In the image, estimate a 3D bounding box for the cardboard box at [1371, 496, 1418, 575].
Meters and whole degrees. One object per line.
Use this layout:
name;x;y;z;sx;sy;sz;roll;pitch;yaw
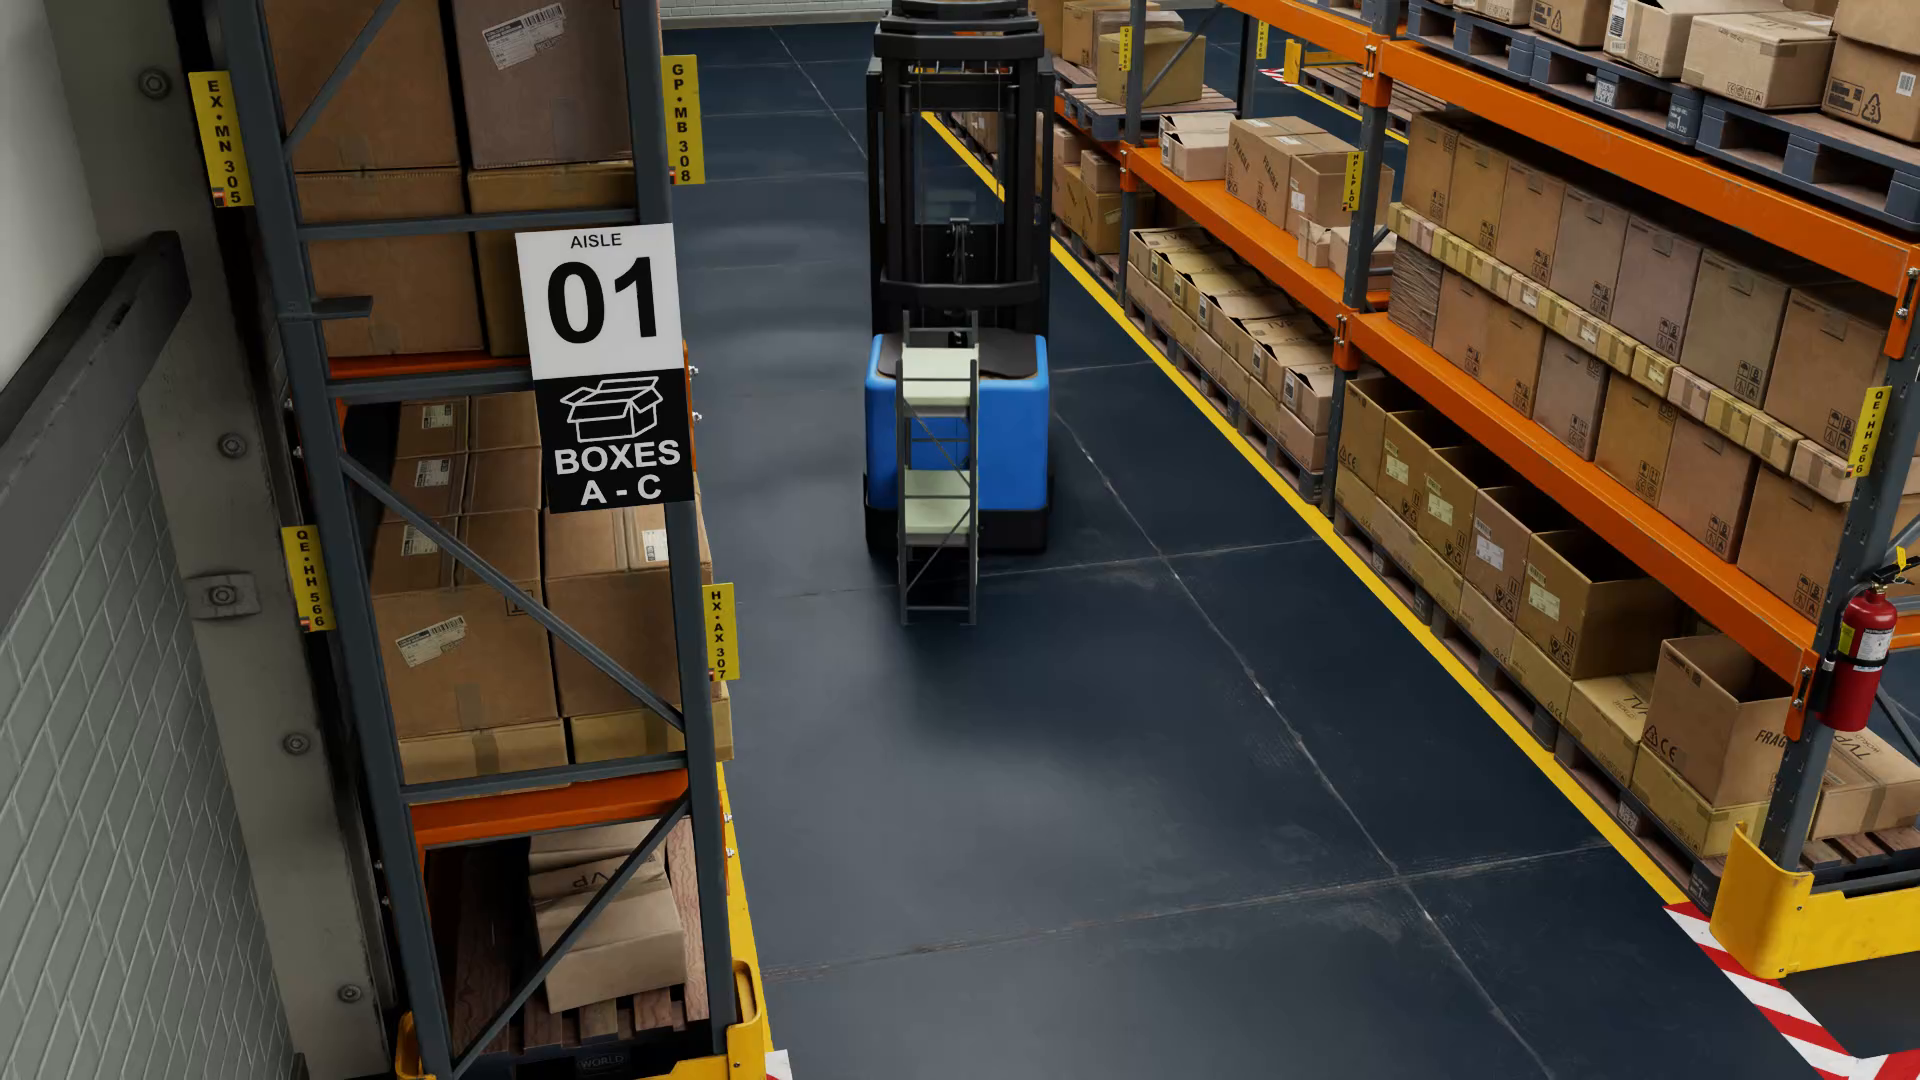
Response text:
cardboard box;2.602;-0.049;9.104;0.500;0.250;0.500;-6;27;-12

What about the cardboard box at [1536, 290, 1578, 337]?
cardboard box;2.909;-1.060;7.691;0.380;0.149;0.250;-6;27;-12

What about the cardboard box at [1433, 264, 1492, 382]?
cardboard box;2.916;-1.163;8.615;0.700;0.500;0.500;-6;27;-12

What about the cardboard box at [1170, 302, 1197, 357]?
cardboard box;1.853;-1.552;12.081;0.500;0.250;0.500;-7;28;-13

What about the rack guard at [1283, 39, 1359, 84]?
rack guard;4.789;-6.206;21.491;1.175;0.500;0.348;-6;27;-12

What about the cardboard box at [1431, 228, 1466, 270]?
cardboard box;2.673;-1.517;8.595;0.380;0.149;0.250;-7;28;-13

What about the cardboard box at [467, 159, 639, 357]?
cardboard box;-1.071;-0.848;4.639;0.500;0.500;0.500;-5;27;-10

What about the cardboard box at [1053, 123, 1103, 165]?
cardboard box;1.093;-3.575;14.957;0.500;0.250;0.500;-6;27;-13

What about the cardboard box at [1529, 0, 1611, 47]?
cardboard box;2.933;-2.443;7.196;0.797;0.503;0.637;-3;27;-6

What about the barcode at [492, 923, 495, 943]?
barcode;-1.701;1.437;6.060;0.001;0.075;0.075;-6;27;-12

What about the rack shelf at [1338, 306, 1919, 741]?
rack shelf;3.136;-0.344;7.902;1.077;0.370;4.000;-6;27;-12

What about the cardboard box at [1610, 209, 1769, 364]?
cardboard box;3.243;-1.092;7.035;0.700;0.500;0.500;-6;27;-11

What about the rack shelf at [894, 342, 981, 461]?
rack shelf;-0.110;-0.730;8.665;0.431;0.370;0.720;0;27;1

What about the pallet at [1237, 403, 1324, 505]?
pallet;2.481;-0.618;10.740;1.003;0.211;1.213;-6;27;-12

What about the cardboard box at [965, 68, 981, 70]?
cardboard box;0.343;-5.678;19.957;0.500;0.500;0.500;-6;27;-12

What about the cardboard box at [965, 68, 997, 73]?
cardboard box;0.454;-4.962;18.534;0.797;0.503;0.637;-6;27;-12

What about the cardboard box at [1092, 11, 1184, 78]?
cardboard box;1.512;-4.218;14.200;0.700;0.500;0.500;-1;27;-2

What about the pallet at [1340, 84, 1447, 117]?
pallet;5.227;-5.168;19.754;1.003;0.211;1.213;-6;27;-12

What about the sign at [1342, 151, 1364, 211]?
sign;2.158;-1.966;9.119;0.100;0.325;0.005;-6;27;-12

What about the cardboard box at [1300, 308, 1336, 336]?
cardboard box;2.609;-1.408;11.174;0.500;0.311;0.500;-7;28;-13

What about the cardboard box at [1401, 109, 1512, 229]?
cardboard box;2.791;-1.973;8.780;0.700;0.500;0.500;-6;27;-11

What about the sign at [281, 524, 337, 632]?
sign;-1.784;0.107;4.574;0.100;0.325;0.005;-6;27;-12

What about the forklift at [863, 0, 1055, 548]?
forklift;0.007;-1.881;10.224;1.130;2.935;3.031;0;27;1

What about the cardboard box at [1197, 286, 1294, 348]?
cardboard box;1.971;-1.571;11.496;0.500;0.311;0.500;-6;27;-12

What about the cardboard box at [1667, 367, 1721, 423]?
cardboard box;3.142;-0.608;6.794;0.380;0.149;0.250;-6;27;-11

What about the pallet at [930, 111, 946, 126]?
pallet;0.178;-5.183;19.785;1.003;0.211;1.213;-6;27;-12

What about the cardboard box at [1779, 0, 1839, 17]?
cardboard box;3.478;-2.178;6.675;0.500;0.500;0.500;-6;27;-12

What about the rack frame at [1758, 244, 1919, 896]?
rack frame;3.586;0.212;6.000;1.000;3.000;0.127;-6;27;-12

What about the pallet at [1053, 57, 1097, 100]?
pallet;1.341;-4.067;14.692;1.003;0.211;1.213;-6;27;-12

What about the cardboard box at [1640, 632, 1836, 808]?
cardboard box;3.176;0.713;6.763;0.500;0.500;0.500;-6;27;-12

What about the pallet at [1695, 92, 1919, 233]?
pallet;3.452;-1.400;5.964;1.003;0.211;1.213;-6;27;-12

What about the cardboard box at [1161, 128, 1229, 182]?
cardboard box;1.796;-2.847;12.161;0.500;0.311;0.500;-6;27;-12

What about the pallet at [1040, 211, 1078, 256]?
pallet;1.381;-2.921;15.303;1.003;0.211;1.213;-6;27;-12

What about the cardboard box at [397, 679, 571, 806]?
cardboard box;-1.533;0.590;5.397;0.500;0.250;0.500;-6;27;-11

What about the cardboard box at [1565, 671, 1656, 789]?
cardboard box;3.053;0.829;7.365;0.500;0.250;0.500;-6;27;-12

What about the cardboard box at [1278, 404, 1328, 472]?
cardboard box;2.309;-0.656;10.306;0.500;0.250;0.500;-6;27;-12

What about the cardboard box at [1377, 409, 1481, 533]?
cardboard box;2.605;-0.384;8.936;0.500;0.500;0.500;-6;27;-12

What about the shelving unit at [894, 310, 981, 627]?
shelving unit;-0.110;-0.381;8.841;0.431;1.500;0.755;0;27;1

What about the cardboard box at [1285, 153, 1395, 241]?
cardboard box;2.409;-2.158;10.586;0.500;0.500;0.500;-4;27;-8

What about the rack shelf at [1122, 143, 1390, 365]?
rack shelf;2.234;-2.100;11.381;1.077;0.370;4.000;-6;27;-12

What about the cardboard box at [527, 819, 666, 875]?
cardboard box;-1.436;1.158;6.623;0.500;0.311;0.500;-4;27;-7

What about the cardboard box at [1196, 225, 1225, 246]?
cardboard box;2.141;-2.305;12.951;0.500;0.311;0.500;-5;27;-10

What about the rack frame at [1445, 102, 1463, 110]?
rack frame;5.709;-5.557;17.431;1.000;3.000;0.127;-6;27;-12

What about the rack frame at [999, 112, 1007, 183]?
rack frame;0.882;-5.056;16.437;1.000;3.000;0.127;-6;27;-12

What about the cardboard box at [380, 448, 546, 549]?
cardboard box;-1.656;0.033;5.668;0.500;0.500;0.500;-6;27;-11

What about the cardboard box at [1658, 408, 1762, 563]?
cardboard box;3.371;-0.268;6.842;0.700;0.500;0.500;-5;27;-10

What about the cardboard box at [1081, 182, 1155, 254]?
cardboard box;1.344;-2.767;14.189;0.500;0.500;0.500;-5;27;-10
